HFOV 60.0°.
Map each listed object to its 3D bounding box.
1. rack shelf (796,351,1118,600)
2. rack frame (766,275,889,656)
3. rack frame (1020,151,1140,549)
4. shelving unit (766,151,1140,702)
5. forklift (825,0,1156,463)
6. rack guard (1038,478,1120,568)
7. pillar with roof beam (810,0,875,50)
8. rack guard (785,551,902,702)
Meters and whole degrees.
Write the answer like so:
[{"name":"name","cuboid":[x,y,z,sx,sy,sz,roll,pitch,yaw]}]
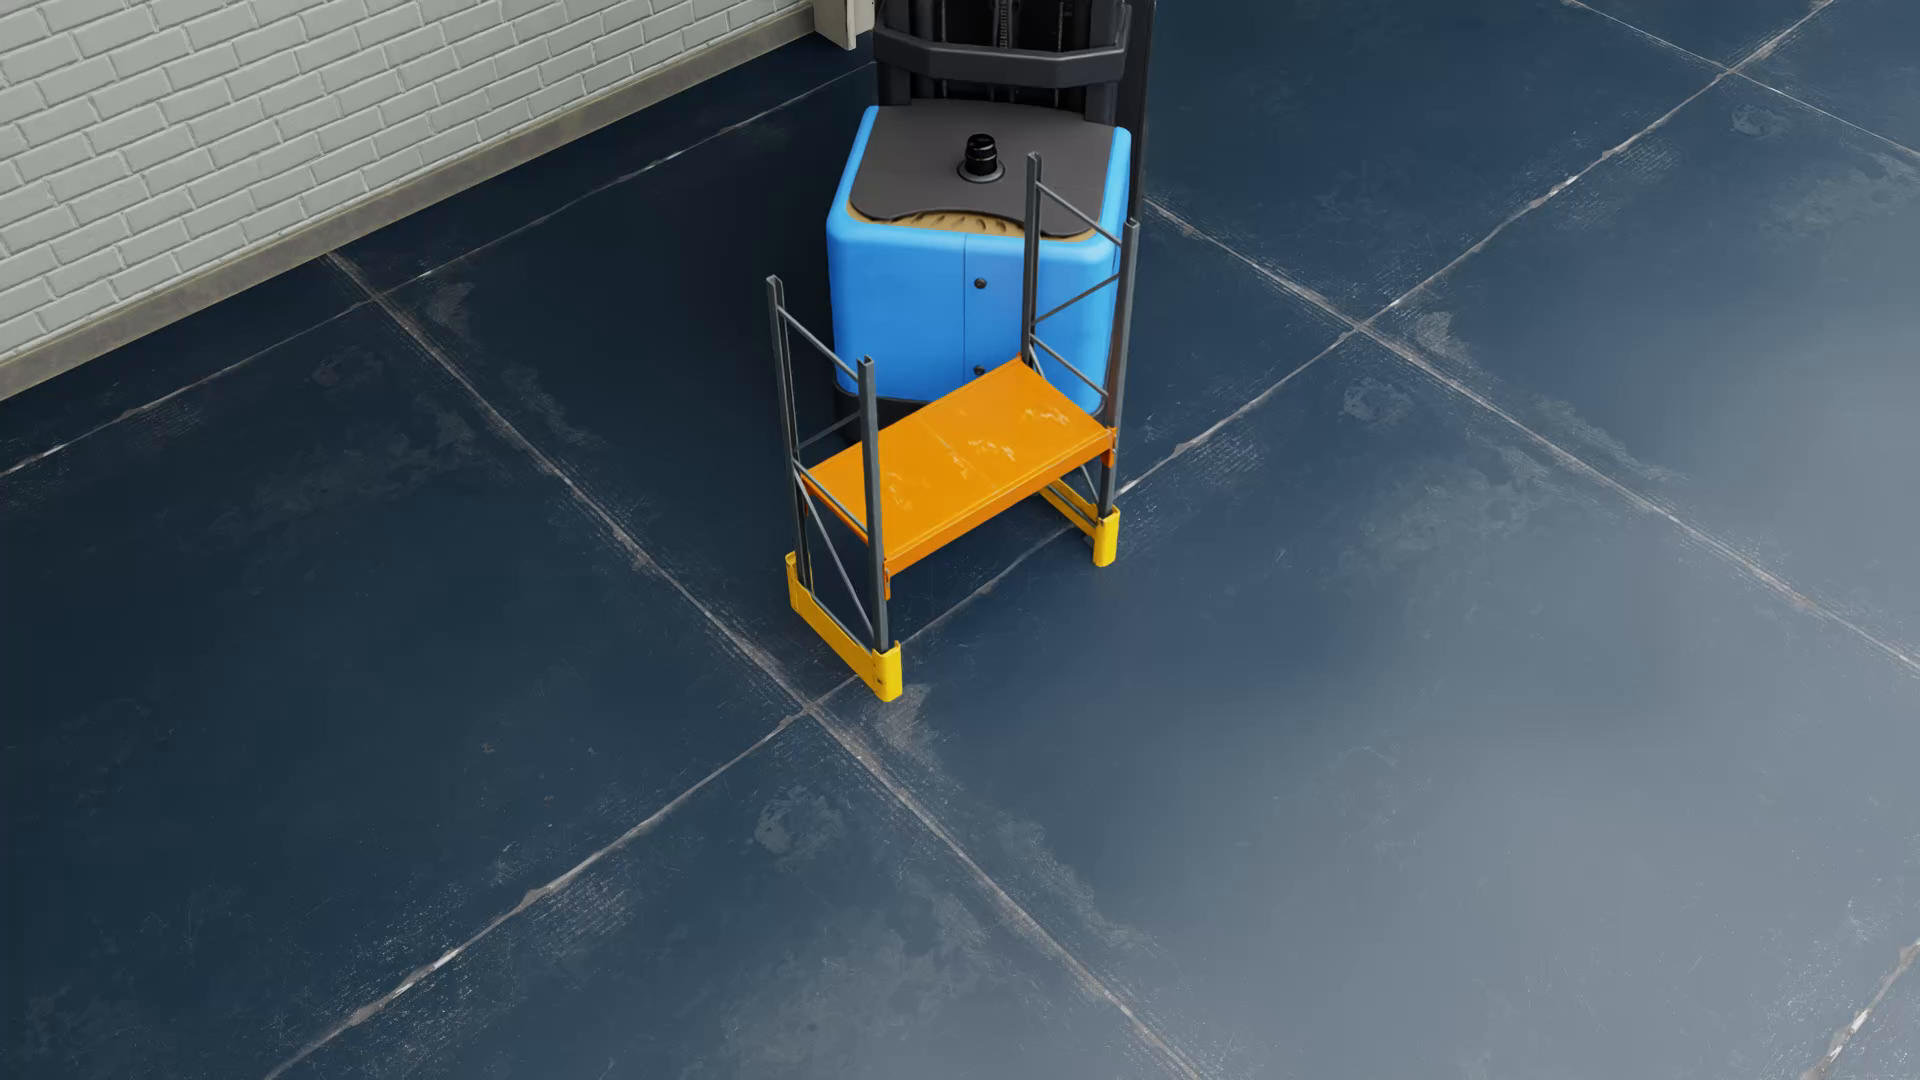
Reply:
[{"name":"rack shelf","cuboid":[-0.012,-0.241,5.696,1.000,0.185,0.538,-31,54,-25]},{"name":"rack frame","cuboid":[-0.408,-0.129,5.349,0.032,1.500,0.500,-31,54,-25]},{"name":"rack frame","cuboid":[0.385,-0.597,5.780,0.032,1.500,0.500,-31,54,-25]},{"name":"shelving unit","cuboid":[-0.019,-0.359,5.560,1.083,1.500,0.587,-31,54,-25]},{"name":"forklift","cuboid":[0.249,-2.383,6.454,1.130,2.935,3.031,7,48,6]},{"name":"rack guard","cuboid":[0.370,-0.164,6.231,0.087,0.250,0.587,-31,54,-25]},{"name":"pillar with roof beam","cuboid":[2.363,-3.415,3.278,0.400,9.000,9.100,-34,56,-27]},{"name":"rack guard","cuboid":[-0.407,0.294,5.808,0.087,0.250,0.587,-31,54,-25]}]
